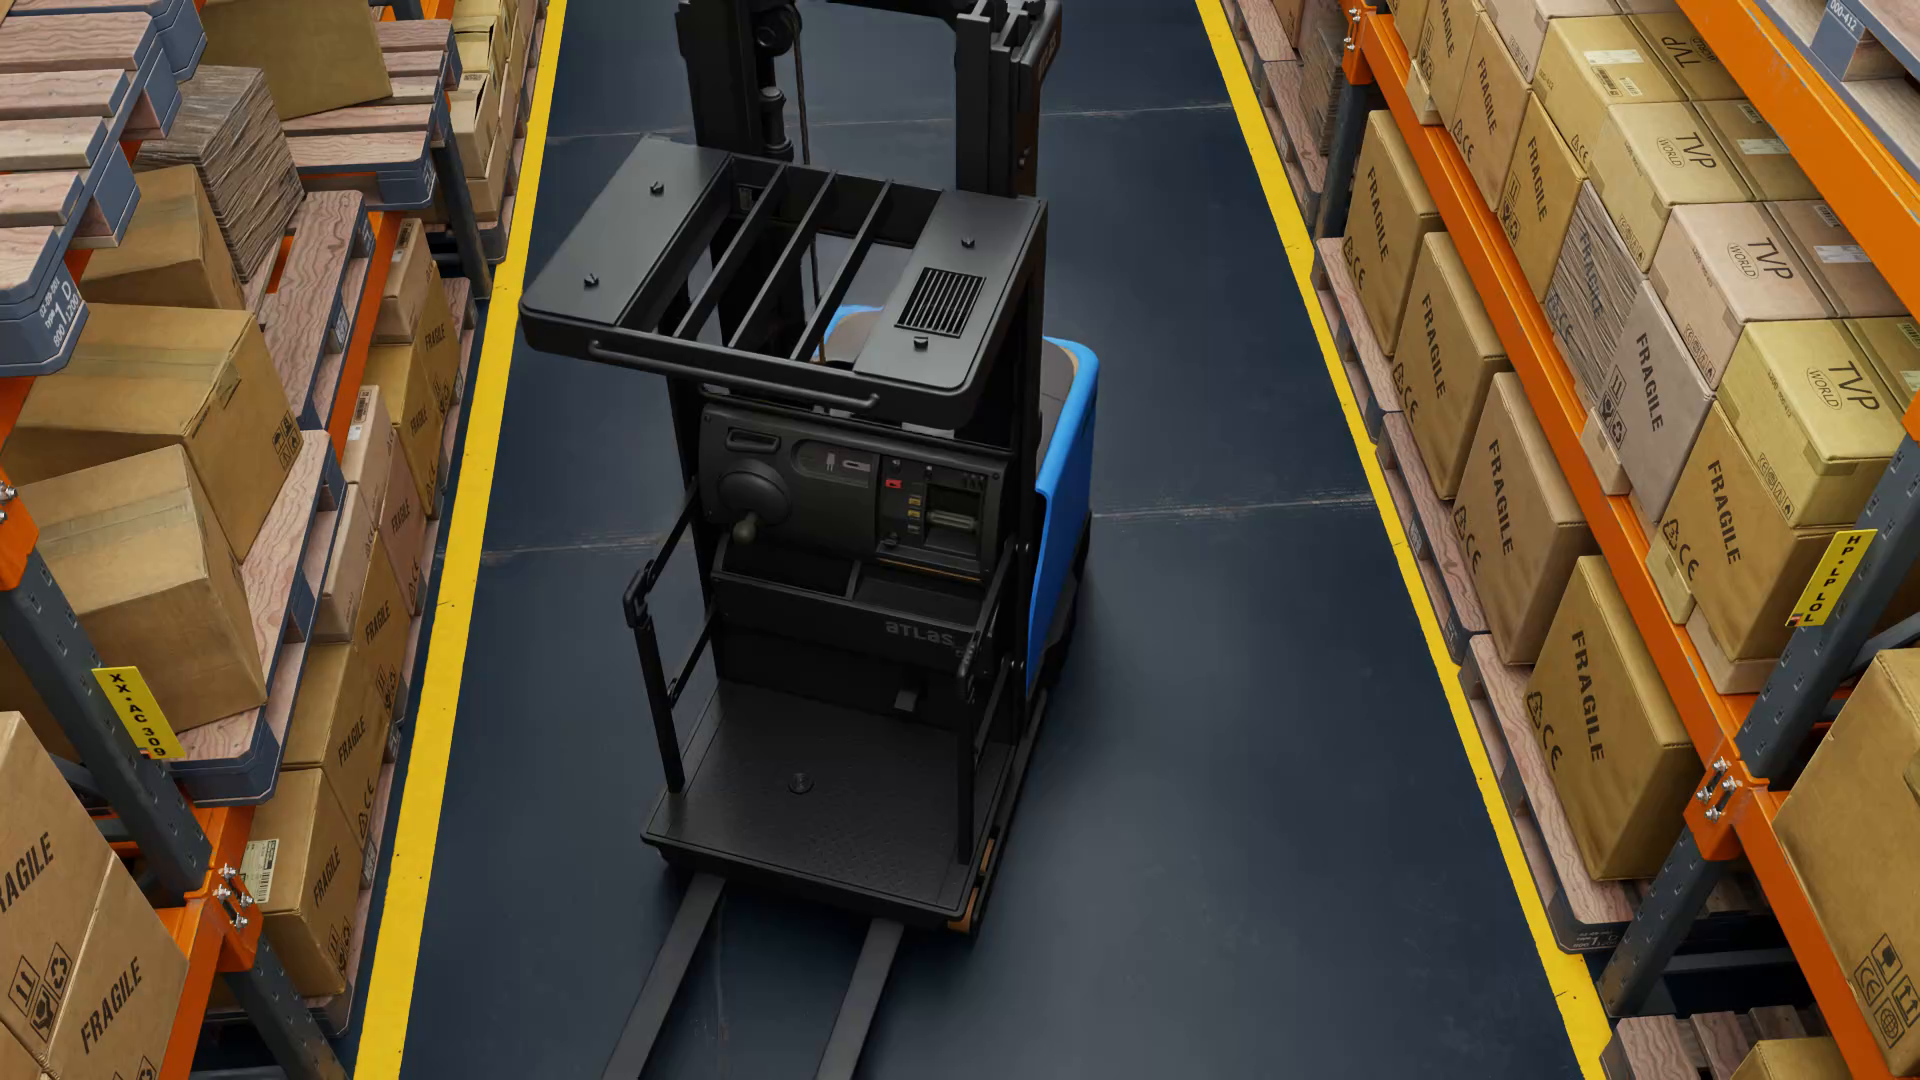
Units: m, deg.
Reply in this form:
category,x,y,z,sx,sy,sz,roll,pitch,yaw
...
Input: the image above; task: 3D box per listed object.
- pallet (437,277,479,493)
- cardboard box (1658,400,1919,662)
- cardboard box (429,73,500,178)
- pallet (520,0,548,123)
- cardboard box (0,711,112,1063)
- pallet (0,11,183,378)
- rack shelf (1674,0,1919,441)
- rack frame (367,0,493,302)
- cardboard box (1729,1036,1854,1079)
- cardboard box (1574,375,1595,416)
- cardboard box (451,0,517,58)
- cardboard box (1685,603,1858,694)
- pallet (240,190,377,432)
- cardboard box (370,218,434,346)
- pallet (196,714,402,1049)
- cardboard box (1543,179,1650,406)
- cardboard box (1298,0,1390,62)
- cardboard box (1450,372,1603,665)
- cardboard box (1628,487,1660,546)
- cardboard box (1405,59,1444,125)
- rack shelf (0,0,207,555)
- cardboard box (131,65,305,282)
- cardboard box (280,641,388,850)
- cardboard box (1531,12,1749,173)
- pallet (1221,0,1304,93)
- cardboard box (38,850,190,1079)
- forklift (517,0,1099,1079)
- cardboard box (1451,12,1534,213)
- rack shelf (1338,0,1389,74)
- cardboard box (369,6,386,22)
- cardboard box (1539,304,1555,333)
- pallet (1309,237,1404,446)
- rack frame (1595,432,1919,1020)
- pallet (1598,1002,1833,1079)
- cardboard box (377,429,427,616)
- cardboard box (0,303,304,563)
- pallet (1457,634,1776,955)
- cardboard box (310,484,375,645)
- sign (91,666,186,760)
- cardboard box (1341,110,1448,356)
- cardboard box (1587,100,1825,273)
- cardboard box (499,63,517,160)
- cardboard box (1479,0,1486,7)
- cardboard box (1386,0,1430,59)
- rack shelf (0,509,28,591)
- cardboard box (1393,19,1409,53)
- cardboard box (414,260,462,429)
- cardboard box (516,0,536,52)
category,x,y,z,sx,sy,sz,roll,pitch,yaw
pallet,-2.686,-0.666,7.236,1.003,0.211,1.213,-3,47,-3
cardboard box,2.270,-0.040,4.434,0.500,0.500,0.500,-4,47,-4
cardboard box,-2.462,-1.956,7.755,0.500,0.311,0.500,-2,47,-2
pallet,-2.840,-2.688,9.150,1.003,0.211,1.213,-3,47,-3
cardboard box,-2.076,0.698,3.265,0.500,0.500,0.500,-3,47,-3
pallet,-2.361,-0.717,3.426,1.213,0.211,1.003,-3,47,-3
rack shelf,2.392,-1.809,4.826,1.077,0.370,4.000,-3,47,-3
rack frame,-2.711,-2.168,6.737,1.000,3.000,0.127,-3,47,-3
cardboard box,2.520,1.685,4.521,0.700,0.500,0.500,-3,47,-3
cardboard box,2.193,-0.465,5.284,0.380,0.149,0.250,-3,47,-3
cardboard box,-2.555,-2.705,8.464,0.500,0.311,0.500,-5,47,-4
cardboard box,2.249,0.275,4.583,0.380,0.149,0.250,-3,47,-3
pallet,-2.544,-0.695,5.474,1.003,0.211,1.213,-3,47,-3
cardboard box,-2.390,-1.014,6.547,0.500,0.250,0.500,-2,47,-2
pallet,-2.482,1.099,5.564,1.003,0.211,1.213,-3,47,-3
cardboard box,2.184,-0.772,5.128,0.500,0.500,0.500,-3,47,-3
cardboard box,2.185,-2.661,8.623,0.700,0.500,0.500,-4,47,-3
cardboard box,2.298,-0.088,5.959,0.750,0.750,0.750,-2,47,-2
cardboard box,2.228,-0.097,4.935,0.380,0.149,0.250,-2,47,-2
cardboard box,1.972,-1.759,6.510,0.380,0.149,0.250,-2,47,-2
rack shelf,-2.544,-1.505,4.539,1.077,0.370,4.000,-3,47,-3
cardboard box,-2.660,-1.224,5.486,0.700,0.500,0.500,4,47,4
cardboard box,-2.230,0.685,5.454,0.500,0.500,0.500,-3,47,-3
cardboard box,2.146,-1.410,5.215,0.500,0.250,0.500,-4,47,-4
pallet,2.062,-2.959,9.407,1.003,0.211,1.213,-3,47,-3
cardboard box,-2.079,1.038,3.632,0.500,0.500,0.500,-3,47,-3
forklift,-0.385,-0.033,4.762,1.130,2.935,3.031,12,48,11
cardboard box,2.085,-1.509,5.826,0.500,0.500,0.500,-4,47,-3
rack shelf,2.057,-3.671,8.656,1.077,0.370,4.000,-3,47,-3
cardboard box,-2.698,-2.403,7.021,0.500,0.311,0.500,-1,47,-1
cardboard box,2.176,-0.840,5.639,0.380,0.149,0.250,-2,47,-2
pallet,2.216,-0.938,7.493,1.003,0.211,1.213,-3,47,-3
rack frame,2.560,0.423,4.284,1.000,3.000,0.127,-3,47,-3
pallet,2.545,1.936,4.771,1.003,0.211,1.213,-3,47,-3
cardboard box,-2.306,-0.043,6.144,0.500,0.500,0.500,-5,47,-5
cardboard box,-2.314,-0.302,4.612,0.700,0.500,0.500,3,47,3
pallet,2.420,0.828,5.821,1.003,0.211,1.213,-3,47,-3
cardboard box,-2.258,0.088,5.502,0.500,0.250,0.500,-3,47,-3
sign,-1.836,0.390,3.718,0.100,0.325,0.005,-3,47,-3
cardboard box,2.156,-1.337,7.141,0.750,0.750,0.750,-4,47,-4
cardboard box,2.190,-1.041,4.866,0.500,0.250,0.500,-3,47,-3
cardboard box,-2.505,-2.127,8.303,0.500,0.250,0.500,-5,47,-4
cardboard box,2.052,-2.140,5.907,0.500,0.250,0.500,-4,47,-4
cardboard box,2.010,-2.248,6.526,0.500,0.500,0.500,-2,47,-2
rack shelf,-2.209,1.389,1.798,1.077,0.370,4.000,-3,47,-3
cardboard box,2.022,-2.140,6.870,0.380,0.149,0.250,-4,47,-4
cardboard box,-2.399,-0.797,6.858,0.500,0.500,0.500,-2,47,-2
cardboard box,-2.597,-2.874,9.010,0.500,0.250,0.500,-3,47,-2
